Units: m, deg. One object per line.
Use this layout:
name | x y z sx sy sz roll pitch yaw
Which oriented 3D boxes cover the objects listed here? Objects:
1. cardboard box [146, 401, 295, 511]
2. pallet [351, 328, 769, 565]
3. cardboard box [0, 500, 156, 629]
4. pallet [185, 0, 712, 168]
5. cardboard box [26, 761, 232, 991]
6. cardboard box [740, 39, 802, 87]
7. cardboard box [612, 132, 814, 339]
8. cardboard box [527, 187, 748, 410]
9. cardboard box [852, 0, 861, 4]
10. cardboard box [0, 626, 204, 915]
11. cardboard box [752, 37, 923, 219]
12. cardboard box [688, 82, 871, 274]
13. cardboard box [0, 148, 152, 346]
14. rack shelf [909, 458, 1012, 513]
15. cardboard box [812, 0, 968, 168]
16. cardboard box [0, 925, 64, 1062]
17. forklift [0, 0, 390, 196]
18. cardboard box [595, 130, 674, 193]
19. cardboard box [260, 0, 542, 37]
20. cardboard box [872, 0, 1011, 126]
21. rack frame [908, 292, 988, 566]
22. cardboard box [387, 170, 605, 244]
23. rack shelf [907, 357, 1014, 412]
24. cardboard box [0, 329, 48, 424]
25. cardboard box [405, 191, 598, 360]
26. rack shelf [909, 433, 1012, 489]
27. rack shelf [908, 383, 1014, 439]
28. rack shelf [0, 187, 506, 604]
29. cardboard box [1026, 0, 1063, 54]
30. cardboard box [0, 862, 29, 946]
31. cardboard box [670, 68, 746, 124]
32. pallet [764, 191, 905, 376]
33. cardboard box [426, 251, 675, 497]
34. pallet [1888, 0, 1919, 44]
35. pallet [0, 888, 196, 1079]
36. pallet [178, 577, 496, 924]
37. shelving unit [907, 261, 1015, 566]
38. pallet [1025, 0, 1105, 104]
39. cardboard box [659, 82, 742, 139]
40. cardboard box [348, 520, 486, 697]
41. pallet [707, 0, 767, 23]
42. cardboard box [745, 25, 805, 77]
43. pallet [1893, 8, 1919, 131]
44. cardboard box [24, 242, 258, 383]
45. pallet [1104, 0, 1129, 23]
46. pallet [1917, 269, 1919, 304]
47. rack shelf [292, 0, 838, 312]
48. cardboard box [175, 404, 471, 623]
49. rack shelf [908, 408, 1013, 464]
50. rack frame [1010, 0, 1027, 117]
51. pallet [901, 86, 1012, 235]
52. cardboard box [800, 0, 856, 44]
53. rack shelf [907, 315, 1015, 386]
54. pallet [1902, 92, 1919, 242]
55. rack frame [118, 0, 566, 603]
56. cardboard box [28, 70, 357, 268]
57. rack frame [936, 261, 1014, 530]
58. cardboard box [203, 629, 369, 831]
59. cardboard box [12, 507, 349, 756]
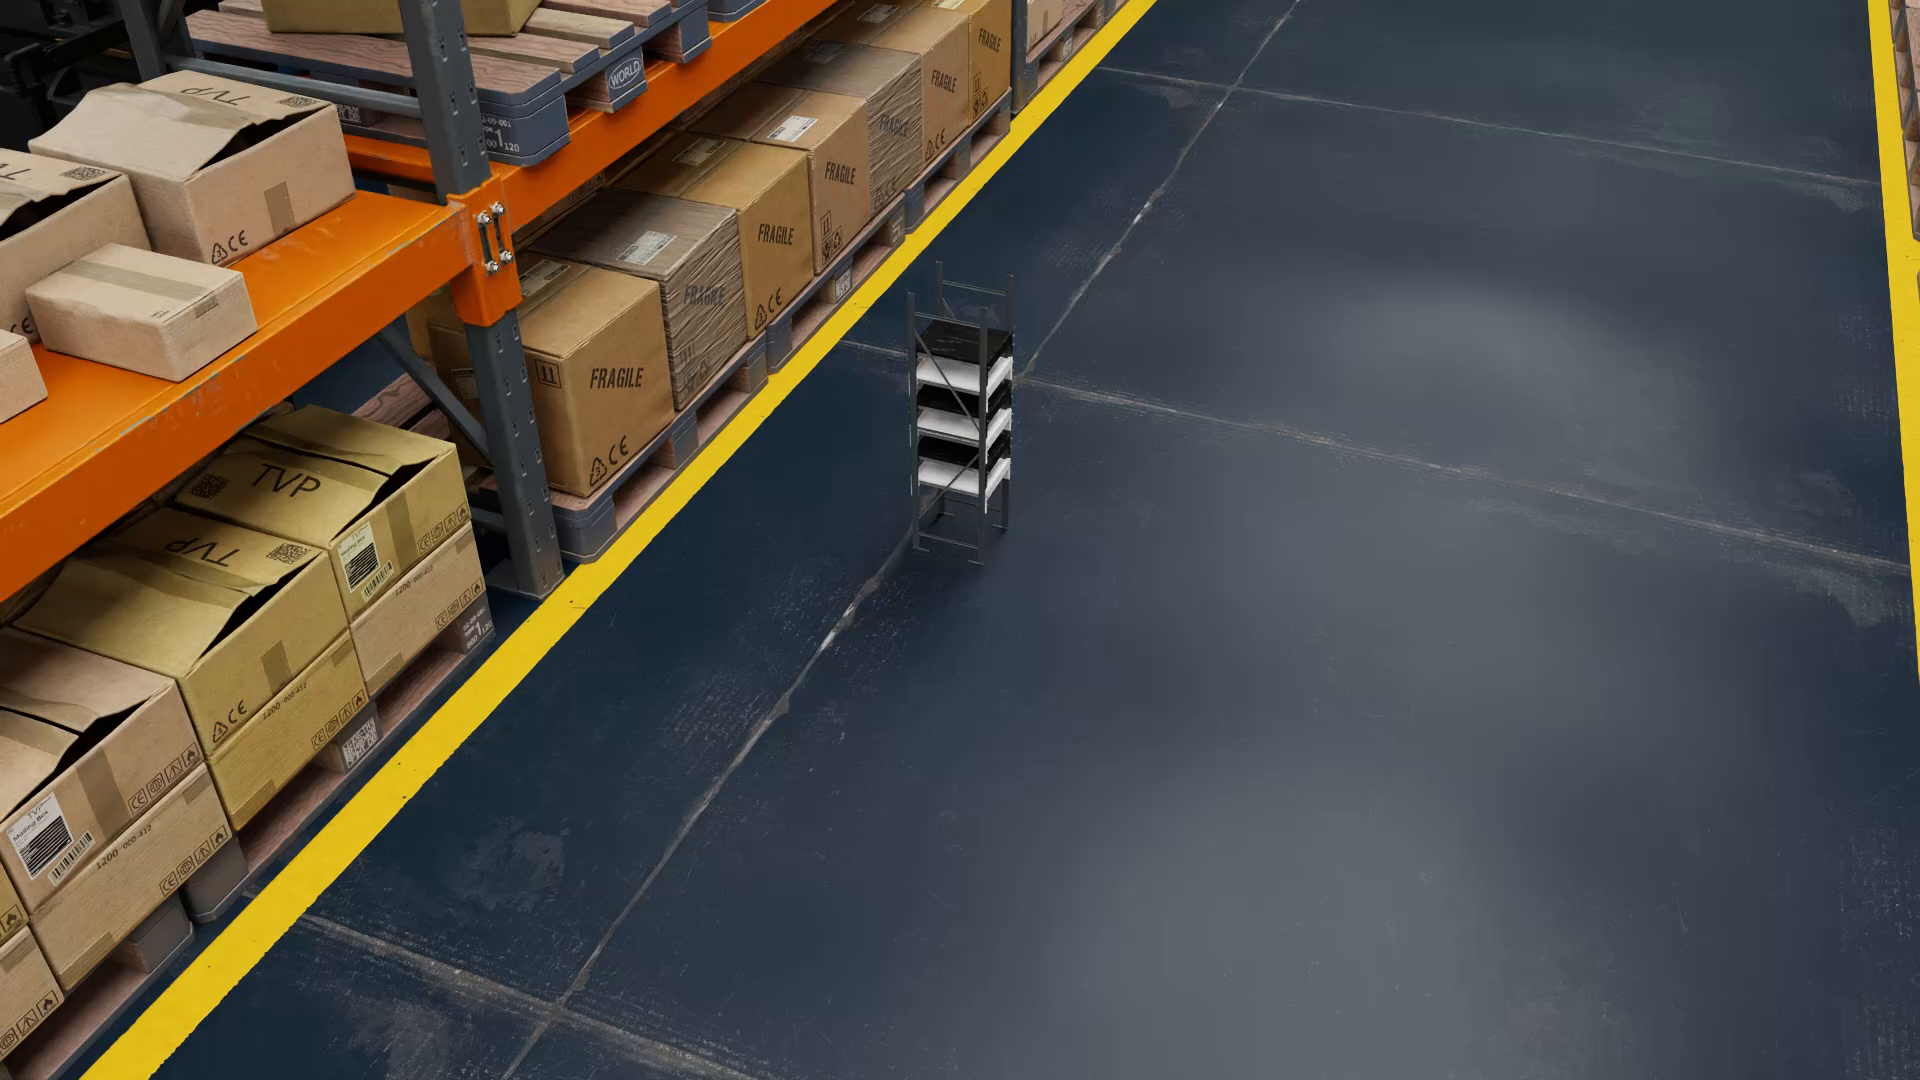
cardboard box | -2.163 -0.230 4.529 0.500 0.311 0.500 15 39 19
pallet | -1.373 -0.449 5.674 1.003 0.211 1.213 14 39 18
cardboard box | -2.355 0.063 4.138 0.500 0.311 0.500 13 39 17
pallet | -1.499 -1.476 4.879 1.213 0.211 1.003 14 39 18
cardboard box | -2.054 0.683 3.777 0.500 0.250 0.500 15 39 19
cardboard box | -0.969 -1.766 6.827 0.500 0.500 0.500 14 39 18
cardboard box | -0.865 -1.091 5.924 0.500 0.500 0.500 13 39 17
cardboard box | -1.061 -0.814 5.554 0.500 0.500 0.500 12 39 16
cardboard box | -0.580 -2.339 7.594 0.500 0.500 0.500 12 38 16
cardboard box | -2.050 0.461 3.605 0.500 0.311 0.500 14 39 17
cardboard box | -0.480 -1.663 6.690 0.500 0.500 0.500 14 39 18
cardboard box | -0.671 -1.381 6.312 0.500 0.500 0.500 13 39 16
cardboard box | -2.212 -0.674 3.721 0.500 0.311 0.500 13 39 17
rack shelf | 0.003 -0.194 5.114 0.258 0.077 0.200 14 39 18
cardboard box | -0.289 -1.941 7.061 0.500 0.500 0.500 14 39 18
cardboard box | -2.247 0.968 3.395 0.500 0.250 0.500 15 39 19
forklift | -3.122 -1.794 5.202 1.130 2.935 3.031 14 39 18
cardboard box | -1.356 -1.194 6.062 0.500 0.500 0.500 12 39 16
cardboard box | -1.557 -1.744 4.643 0.700 0.500 0.500 2 37 2
cardboard box | -0.093 -2.212 7.425 0.500 0.500 0.500 14 39 17
rack frame | -0.036 -0.309 4.911 0.240 0.900 0.006 14 39 18
cardboard box | -1.536 -1.240 5.498 0.500 0.250 0.500 15 39 19
rack shelf | 0.003 -0.482 4.899 0.258 0.077 0.200 14 39 18
cardboard box | -2.125 -0.342 3.412 0.380 0.149 0.250 17 40 21
cardboard box | -1.553 -0.907 5.679 0.500 0.500 0.500 15 39 20
rack shelf | 0.003 -0.266 5.060 0.258 0.077 0.200 14 39 18
rack shelf | 0.003 -0.410 4.953 0.258 0.077 0.200 14 39 18
rack shelf | -2.453 0.234 3.032 1.077 0.370 4.000 14 39 18
cardboard box | 0.190 -2.658 8.179 0.500 0.311 0.500 14 39 18
cardboard box | -2.243 0.738 3.234 0.500 0.311 0.500 15 39 19
cardboard box | -1.150 -1.807 6.257 0.500 0.250 0.500 13 39 17
pallet | -0.907 -1.122 6.575 1.003 0.211 1.213 14 39 18
cardboard box | -1.255 -0.523 5.165 0.500 0.500 0.500 15 39 20
pallet | 5.582 -2.895 8.947 1.003 0.211 1.213 14 39 18
pallet | -2.507 1.076 3.634 1.003 0.211 1.213 14 39 18
pallet | -2.041 0.403 4.535 1.003 0.211 1.213 14 39 18
shelving unit | 0.003 -0.365 4.987 0.258 0.900 0.210 14 39 18
pallet | 0.092 -2.639 8.604 1.003 0.211 1.213 14 39 18
cardboard box | -1.162 -1.486 6.453 0.500 0.500 0.500 12 39 16
cardboard box | -1.667 0.119 4.532 0.500 0.250 0.500 15 39 19
pallet | -0.956 -2.162 5.797 1.003 0.211 1.213 14 39 18
cardboard box | -0.960 -2.085 6.628 0.500 0.250 0.500 14 39 18
pallet | 5.116 -2.222 8.047 1.003 0.211 1.213 14 39 18
cardboard box | -1.779 -0.500 3.623 0.380 0.149 0.250 14 39 18
pallet | 0.555 -3.317 9.511 1.003 0.211 1.213 14 39 18
pallet | 4.077 -0.711 6.025 1.003 0.211 1.213 14 39 18
rack shelf | -0.931 -1.980 5.995 1.077 0.370 4.000 14 39 18
cardboard box | -1.664 -0.107 4.365 0.500 0.311 0.500 15 39 19
rack shelf | 0.003 -0.338 5.007 0.258 0.077 0.200 14 39 18
rack frame | -0.170 -3.376 7.261 1.000 3.000 0.127 14 39 18
pallet | -0.445 -1.800 7.482 1.003 0.211 1.213 14 39 18
cardboard box | -0.772 -2.041 7.195 0.500 0.500 0.500 14 39 18
rack shelf | 0.003 -0.555 4.845 0.258 0.077 0.200 14 39 18
pallet | 4.653 -1.544 7.140 1.003 0.211 1.213 14 39 18
rack frame | -1.692 -1.161 4.298 1.000 3.000 0.127 14 39 18
cardboard box | -1.871 -0.934 4.069 0.500 0.311 0.500 16 40 21
rack frame | 0.042 -0.421 5.062 0.240 0.900 0.006 14 39 18
cardboard box | -1.860 0.405 4.149 0.500 0.250 0.500 13 39 17
cardboard box | -1.855 0.183 3.978 0.500 0.311 0.500 13 39 17
